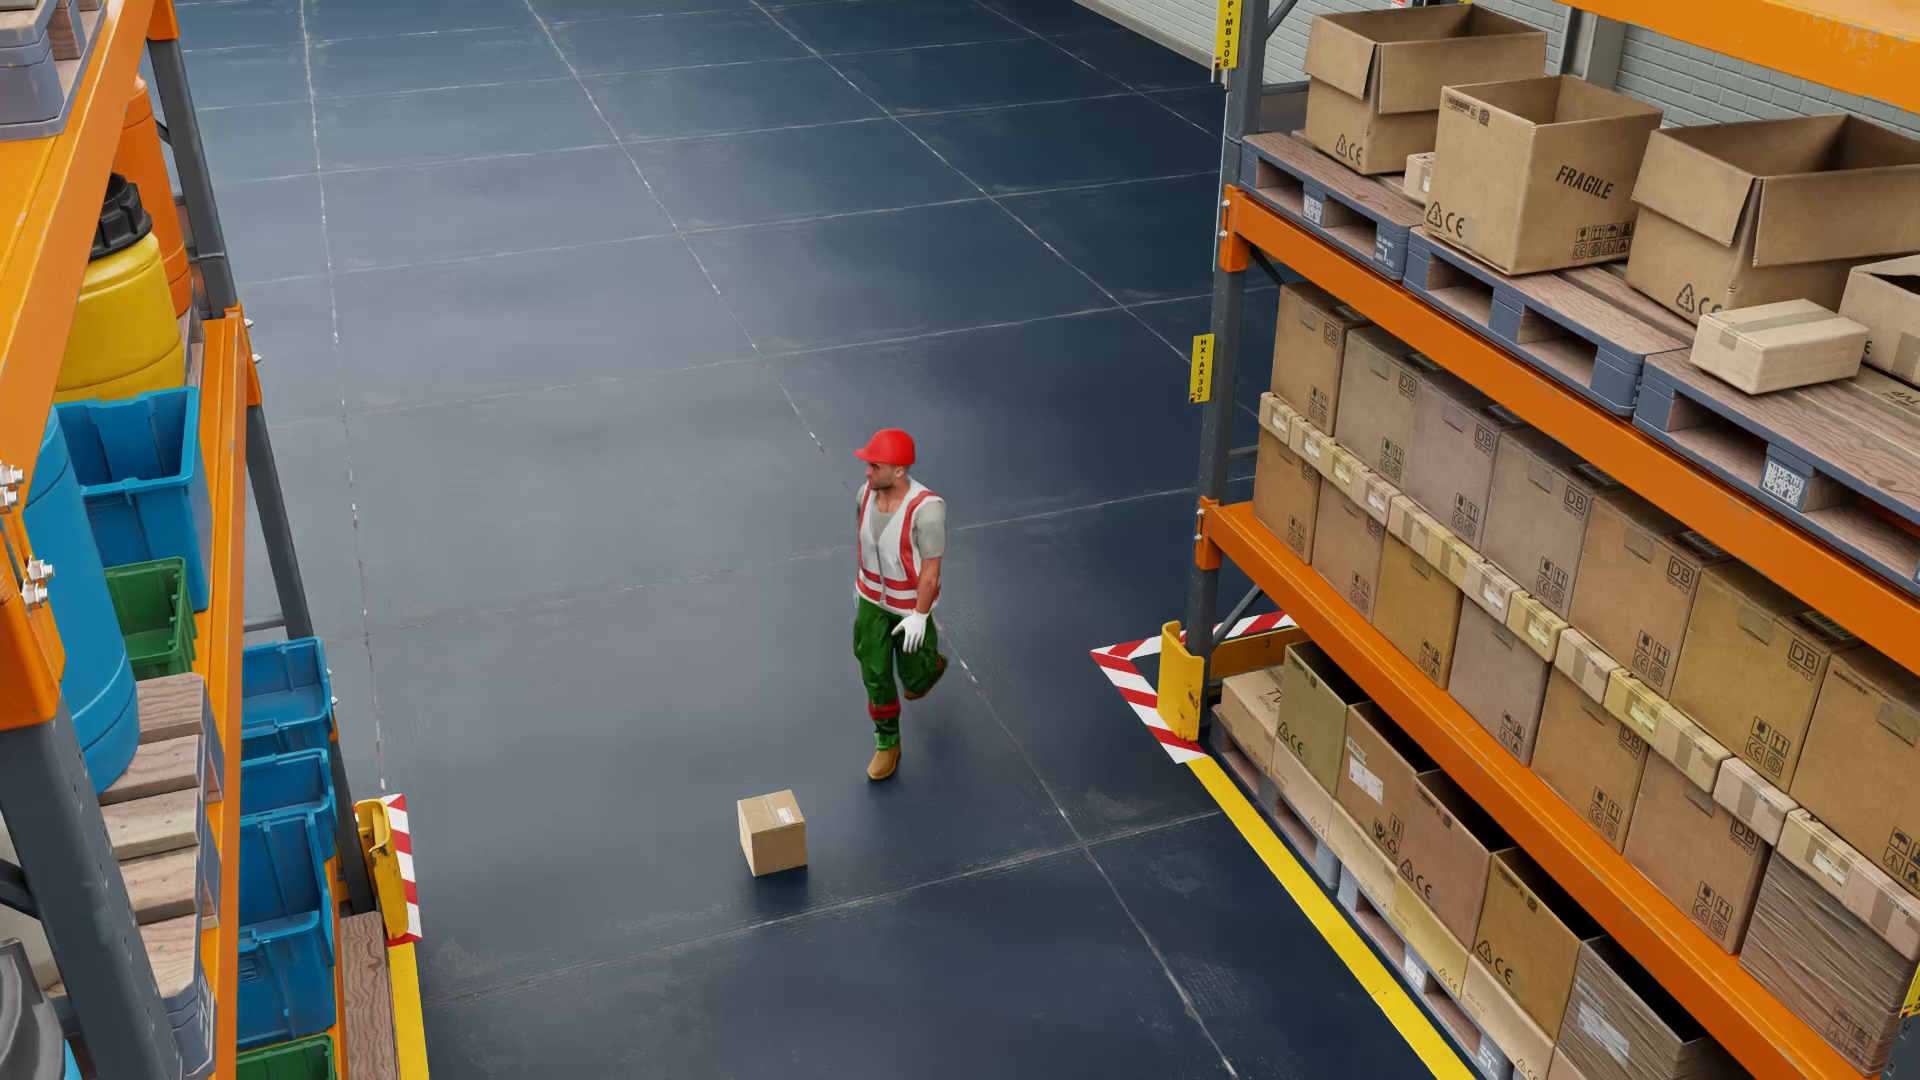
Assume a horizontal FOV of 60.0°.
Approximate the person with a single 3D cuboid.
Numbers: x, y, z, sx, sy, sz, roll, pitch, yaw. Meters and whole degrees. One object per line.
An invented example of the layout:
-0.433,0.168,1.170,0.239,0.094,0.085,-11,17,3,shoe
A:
-0.268,0.241,7.893,0.555,1.761,0.741,13,32,22,person
